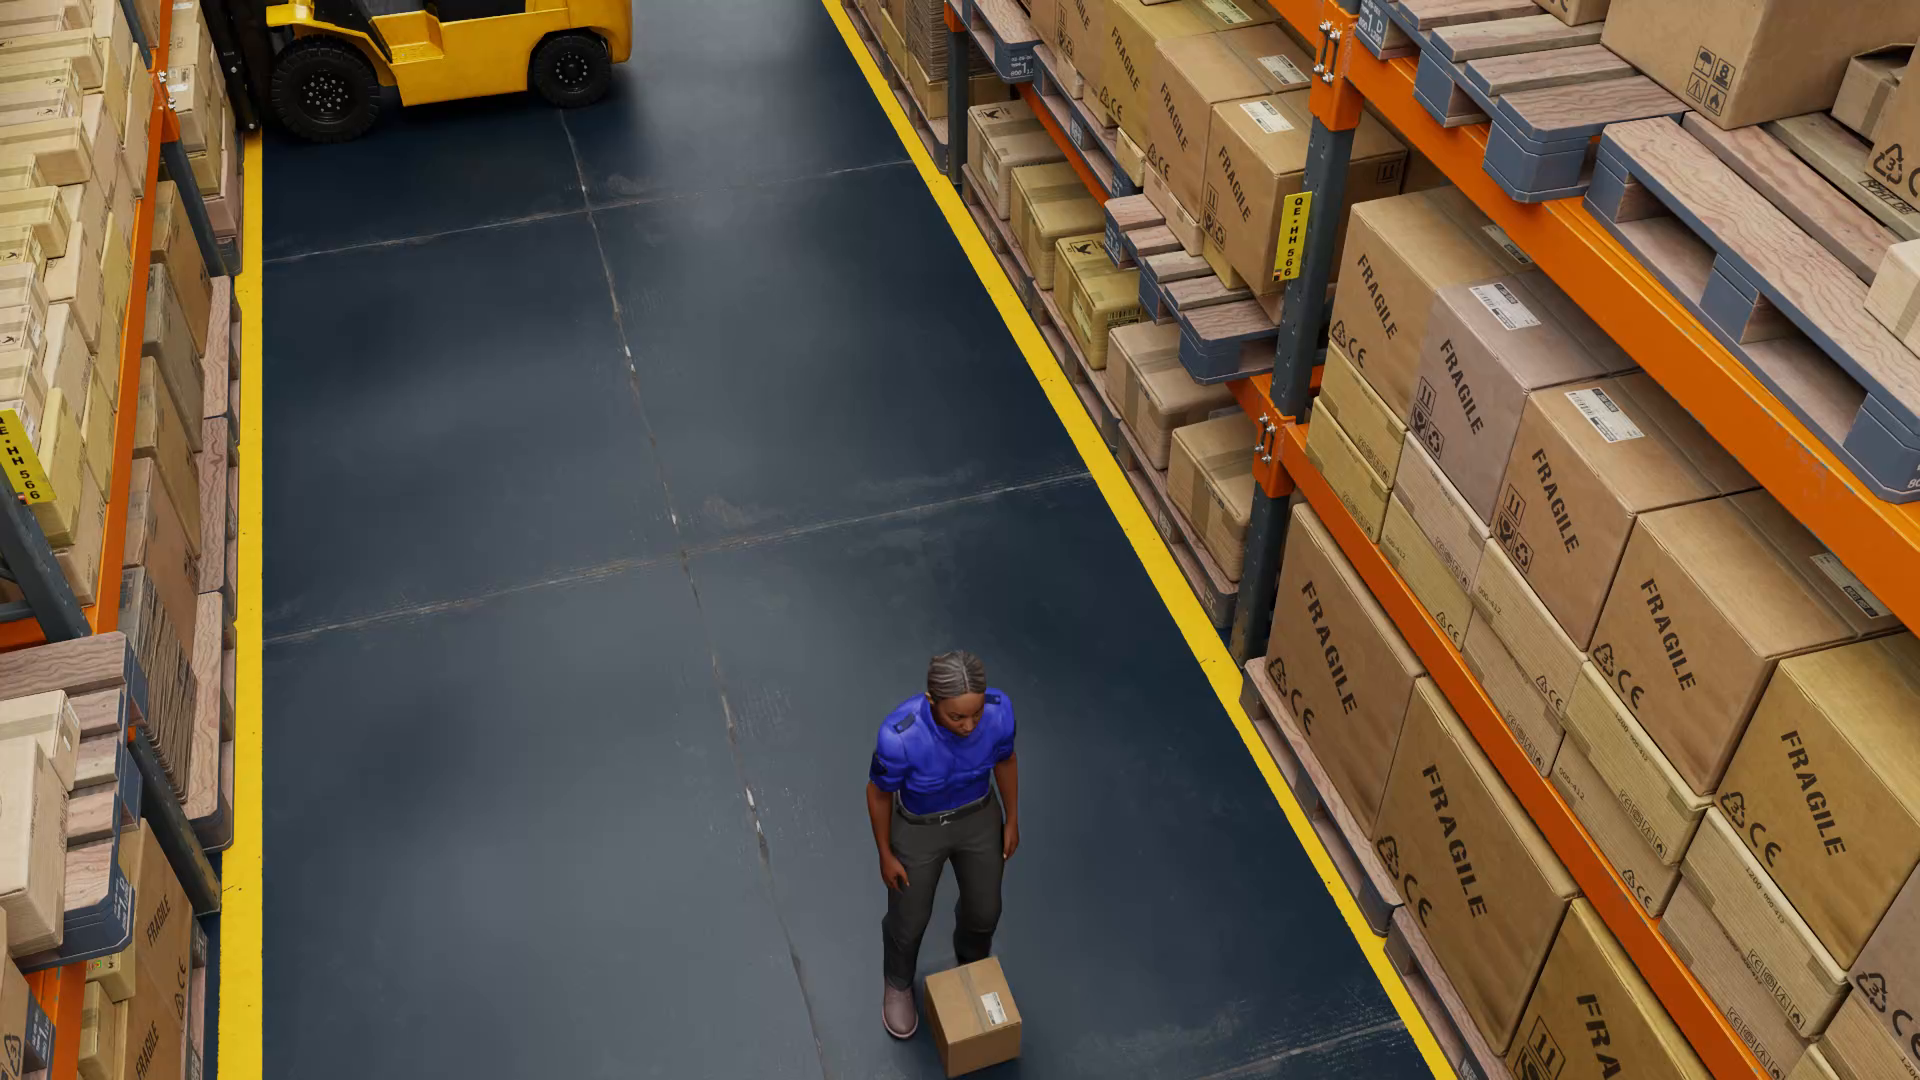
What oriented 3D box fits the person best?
[{"bbox_3d":[-0.048,0.913,5.167,0.503,1.656,0.349,-13,44,-14],"label":"person"}]
